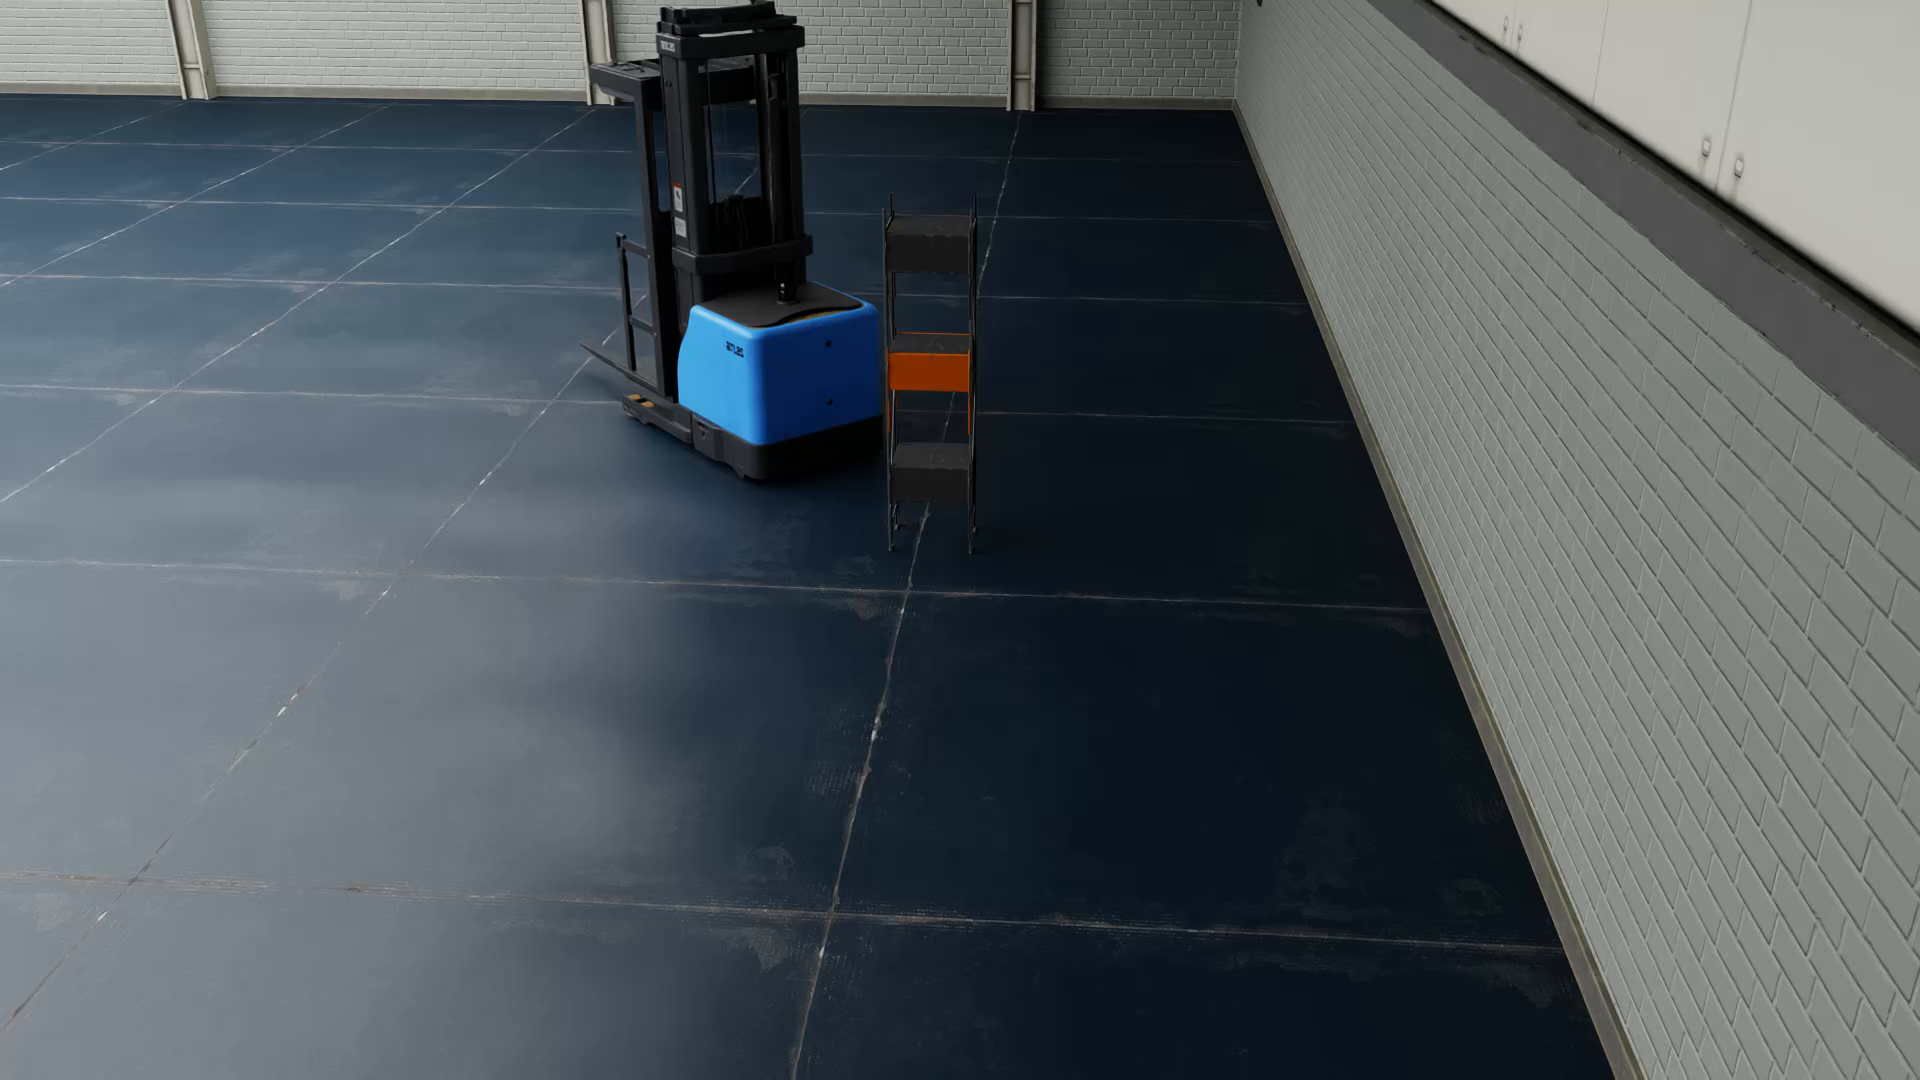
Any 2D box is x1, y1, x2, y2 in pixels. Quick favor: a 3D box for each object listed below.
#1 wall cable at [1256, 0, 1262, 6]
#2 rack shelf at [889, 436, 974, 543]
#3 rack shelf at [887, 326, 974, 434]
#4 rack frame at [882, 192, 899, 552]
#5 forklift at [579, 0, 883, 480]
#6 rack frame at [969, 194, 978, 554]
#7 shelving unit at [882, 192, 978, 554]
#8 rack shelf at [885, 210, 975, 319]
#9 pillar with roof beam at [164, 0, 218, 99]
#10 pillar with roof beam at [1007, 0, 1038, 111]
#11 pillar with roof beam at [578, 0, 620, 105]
[{"bbox_3d":[3.702,-8.119,20.843,0.112,2.526,3.097,2,25,4],"label":"wall cable"},{"bbox_3d":[-0.165,-0.311,10.121,0.480,0.518,0.431,2,25,4],"label":"rack shelf"},{"bbox_3d":[-0.165,-0.947,9.828,0.480,0.518,0.431,2,25,4],"label":"rack shelf"},{"bbox_3d":[-0.408,-0.967,9.840,0.015,2.100,0.400,2,25,4],"label":"rack frame"},{"bbox_3d":[-1.826,-2.281,11.700,1.130,2.935,3.031,-18,30,-34],"label":"forklift"},{"bbox_3d":[0.078,-0.951,9.806,0.015,2.100,0.400,2,25,4],"label":"rack frame"},{"bbox_3d":[-0.165,-0.959,9.823,0.503,2.100,0.431,2,25,4],"label":"shelving unit"},{"bbox_3d":[-0.165,-1.583,9.536,0.480,0.518,0.431,2,25,4],"label":"rack shelf"},{"bbox_3d":[-11.428,-8.765,18.532,0.400,9.000,9.100,2,25,4],"label":"pillar with roof beam"},{"bbox_3d":[0.536,-8.381,17.698,0.400,9.000,9.100,2,25,4],"label":"pillar with roof beam"},{"bbox_3d":[-5.446,-8.573,18.115,0.400,9.000,9.100,2,25,4],"label":"pillar with roof beam"}]
